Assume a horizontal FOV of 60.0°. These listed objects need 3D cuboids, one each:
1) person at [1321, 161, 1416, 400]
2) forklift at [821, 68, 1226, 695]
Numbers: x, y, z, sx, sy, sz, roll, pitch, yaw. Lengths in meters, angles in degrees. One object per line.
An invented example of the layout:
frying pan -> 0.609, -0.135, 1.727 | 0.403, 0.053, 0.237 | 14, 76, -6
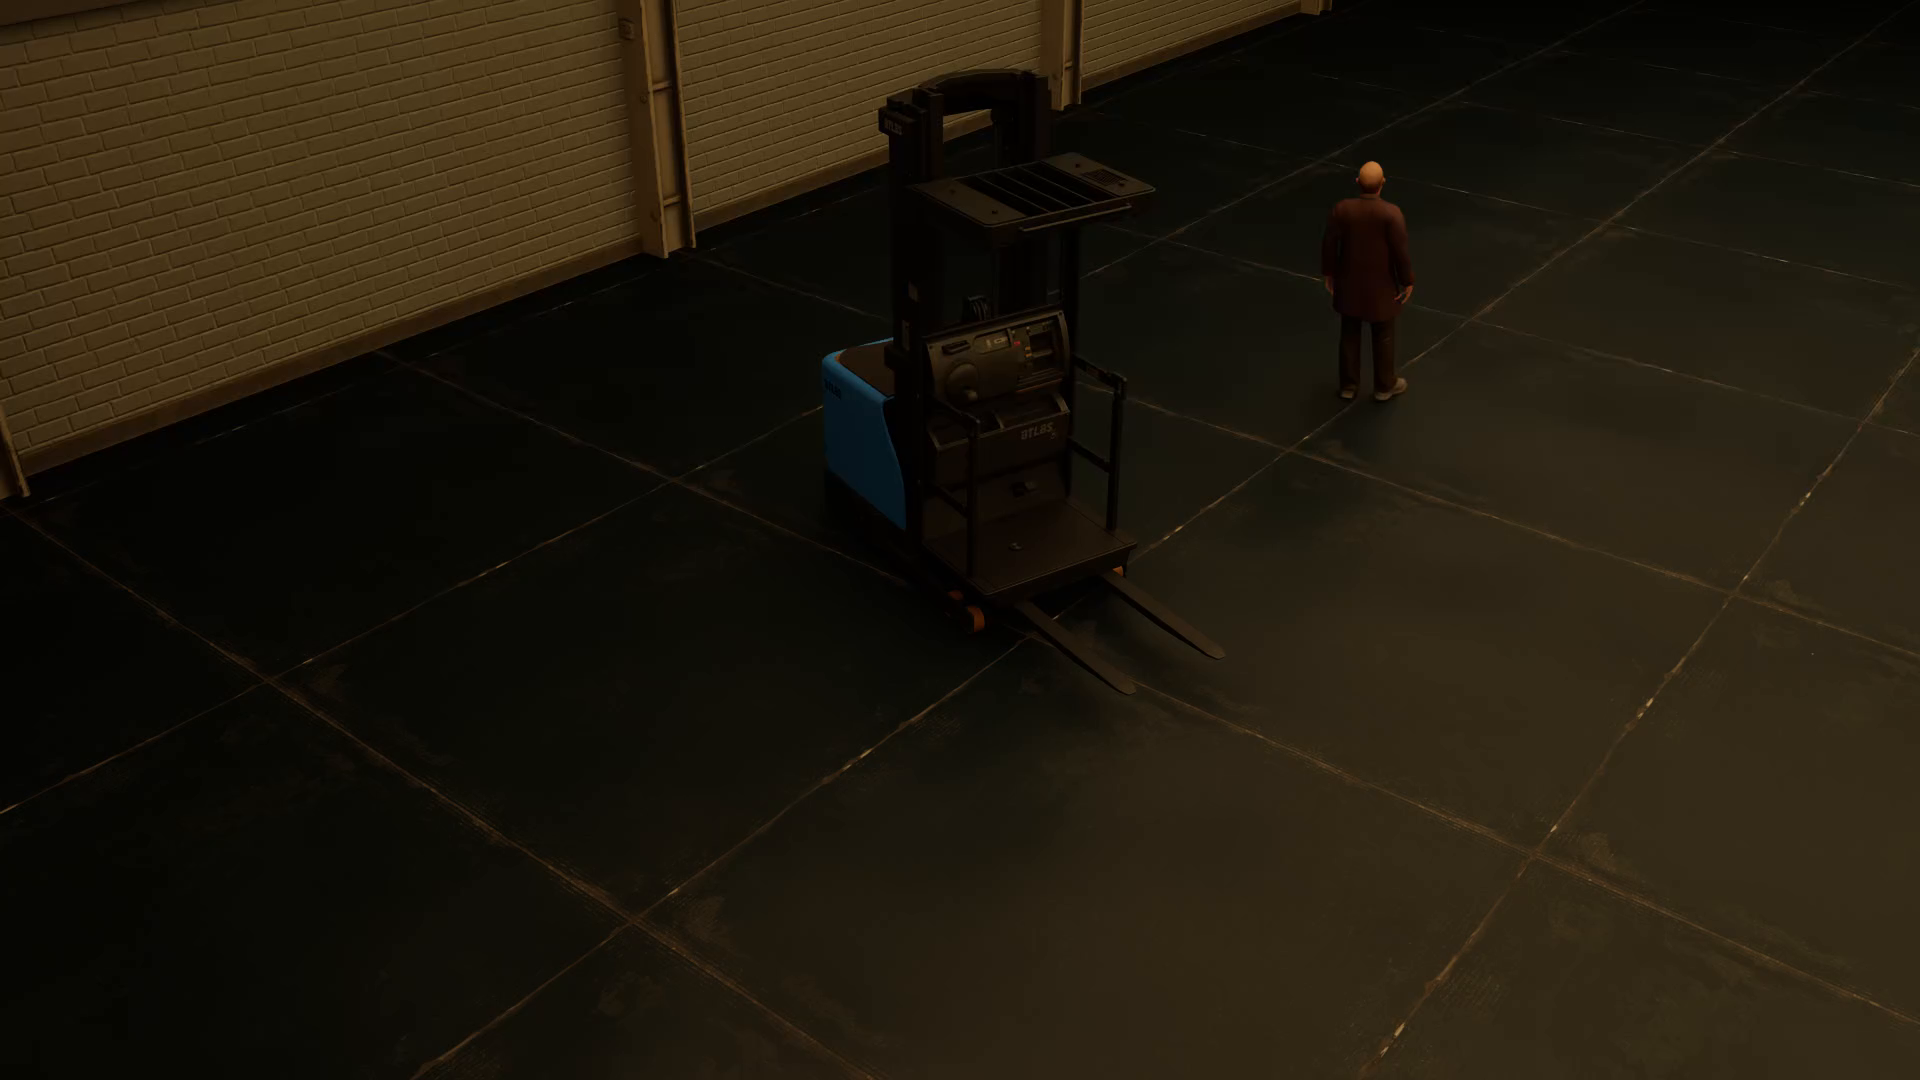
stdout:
person -> 2.945, -1.874, 11.937 | 0.693, 1.780, 0.572 | 18, 35, 28
forklift -> 0.340, -0.998, 9.303 | 1.130, 2.935, 3.031 | -18, 35, -28
